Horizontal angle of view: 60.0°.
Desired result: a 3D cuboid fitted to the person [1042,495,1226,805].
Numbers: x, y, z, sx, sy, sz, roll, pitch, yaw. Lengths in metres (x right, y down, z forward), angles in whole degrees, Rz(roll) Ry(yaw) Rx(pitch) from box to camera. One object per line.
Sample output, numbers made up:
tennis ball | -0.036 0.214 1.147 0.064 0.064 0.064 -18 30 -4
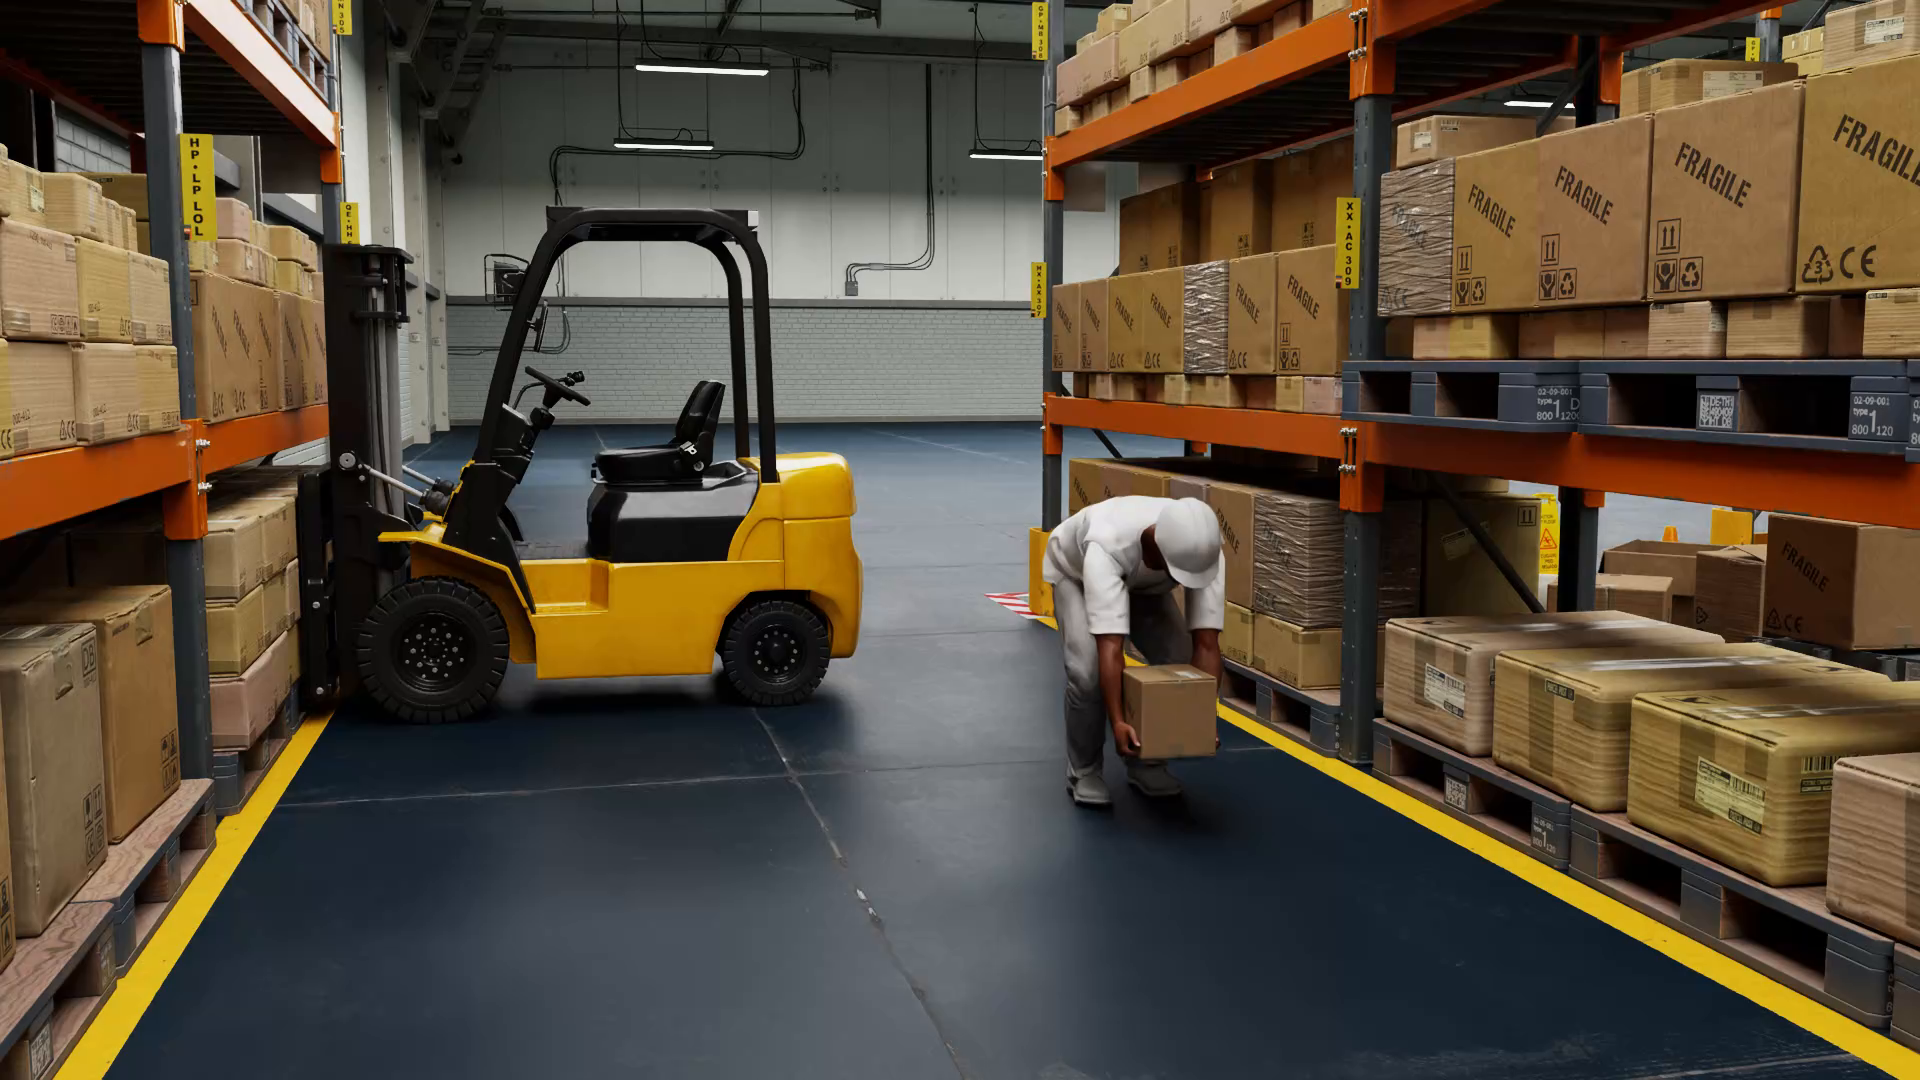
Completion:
person | 0.608 0.369 5.600 0.508 1.084 0.966 -2 6 -17
